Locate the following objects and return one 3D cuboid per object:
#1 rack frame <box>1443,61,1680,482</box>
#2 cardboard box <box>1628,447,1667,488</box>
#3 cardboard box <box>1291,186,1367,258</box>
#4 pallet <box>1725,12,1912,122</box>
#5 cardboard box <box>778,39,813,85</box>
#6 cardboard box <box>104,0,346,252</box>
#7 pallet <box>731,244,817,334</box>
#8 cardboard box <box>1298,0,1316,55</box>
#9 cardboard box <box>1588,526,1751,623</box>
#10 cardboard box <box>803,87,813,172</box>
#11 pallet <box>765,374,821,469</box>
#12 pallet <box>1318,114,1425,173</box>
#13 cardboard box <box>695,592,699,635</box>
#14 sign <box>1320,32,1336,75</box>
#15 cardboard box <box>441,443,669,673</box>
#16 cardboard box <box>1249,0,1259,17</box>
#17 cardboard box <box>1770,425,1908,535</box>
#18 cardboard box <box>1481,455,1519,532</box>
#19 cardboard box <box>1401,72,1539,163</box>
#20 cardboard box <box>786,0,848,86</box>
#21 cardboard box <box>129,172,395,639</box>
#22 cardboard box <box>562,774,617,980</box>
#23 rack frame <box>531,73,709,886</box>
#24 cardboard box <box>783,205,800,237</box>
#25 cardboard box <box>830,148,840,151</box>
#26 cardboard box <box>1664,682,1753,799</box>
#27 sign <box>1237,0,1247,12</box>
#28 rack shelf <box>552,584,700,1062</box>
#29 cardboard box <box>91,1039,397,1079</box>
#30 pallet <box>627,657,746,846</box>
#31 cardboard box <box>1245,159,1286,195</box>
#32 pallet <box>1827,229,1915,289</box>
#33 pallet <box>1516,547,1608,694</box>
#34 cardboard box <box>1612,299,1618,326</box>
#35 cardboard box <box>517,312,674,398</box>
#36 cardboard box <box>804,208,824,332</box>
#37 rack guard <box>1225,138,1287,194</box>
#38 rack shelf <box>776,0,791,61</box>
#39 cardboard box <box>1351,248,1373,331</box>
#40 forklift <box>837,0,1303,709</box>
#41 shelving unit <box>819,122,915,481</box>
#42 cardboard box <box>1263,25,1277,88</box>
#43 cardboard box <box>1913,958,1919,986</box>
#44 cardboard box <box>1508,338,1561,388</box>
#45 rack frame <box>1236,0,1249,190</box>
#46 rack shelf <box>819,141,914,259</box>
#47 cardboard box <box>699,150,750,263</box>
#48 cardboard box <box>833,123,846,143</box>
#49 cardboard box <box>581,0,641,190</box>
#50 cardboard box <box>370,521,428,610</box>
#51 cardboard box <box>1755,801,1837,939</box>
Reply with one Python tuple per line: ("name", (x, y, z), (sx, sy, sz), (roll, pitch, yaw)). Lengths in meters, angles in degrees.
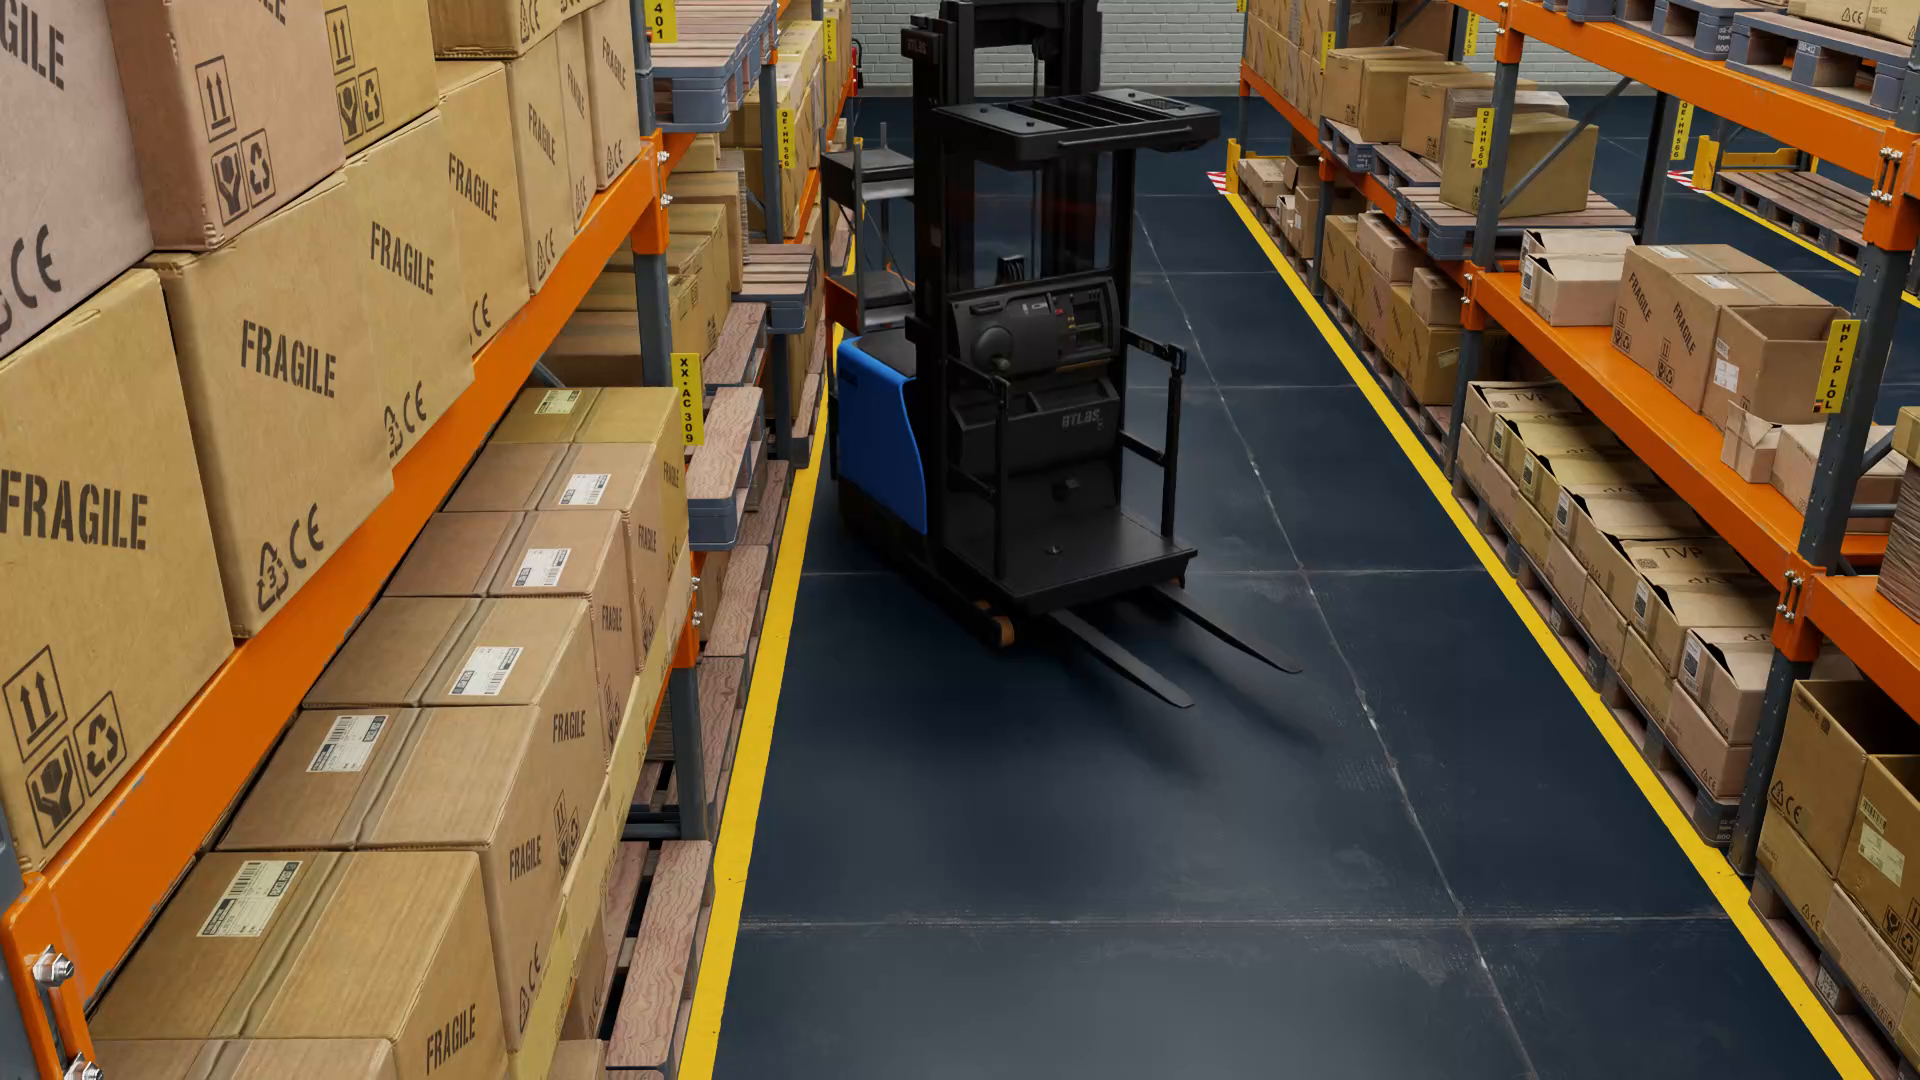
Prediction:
("rack frame", (3.447, -1.744, 9.467), (1.000, 3.000, 0.127), (0, 24, -1))
("cardboard box", (3.714, -0.302, 8.423), (0.500, 0.311, 0.500), (0, 24, -1))
("cardboard box", (3.113, -2.688, 14.052), (0.500, 0.500, 0.500), (0, 24, -1))
("pallet", (3.468, -1.739, 6.047), (0.805, 0.209, 1.217), (-1, 24, -3))
("cardboard box", (-1.288, -3.289, 11.465), (0.500, 0.250, 0.500), (0, 24, 0))
("cardboard box", (-1.136, -0.668, 2.088), (0.500, 0.500, 0.500), (-1, 24, -1))
("pallet", (-1.392, -1.340, 8.806), (1.213, 0.211, 1.003), (0, 24, -1))
("cardboard box", (3.130, -4.312, 13.810), (0.500, 0.500, 0.500), (-1, 24, -2))
("cardboard box", (3.184, 0.124, 7.482), (0.500, 0.311, 0.500), (0, 24, -1))
("cardboard box", (-1.270, -2.747, 11.177), (0.500, 0.500, 0.500), (0, 24, 1))
("pallet", (-1.440, -0.775, 10.708), (1.003, 0.211, 1.213), (0, 24, -1))
("pallet", (3.303, -2.975, 12.422), (1.003, 0.211, 1.213), (0, 24, -1))
("cardboard box", (-1.543, 0.350, 7.335), (0.700, 0.500, 0.500), (-1, 24, -2))
("sign", (2.861, -3.782, 12.921), (0.100, 0.325, 0.005), (0, 24, -1))
("cardboard box", (-1.137, 0.044, 4.760), (0.500, 0.500, 0.500), (0, 24, -1))
("cardboard box", (3.101, -5.358, 16.122), (0.500, 0.500, 0.500), (0, 24, 1))
("cardboard box", (3.441, -0.231, 6.302), (0.500, 0.250, 0.500), (1, 24, 3))
("cardboard box", (3.165, -0.259, 9.009), (0.500, 0.250, 0.500), (-1, 24, -2))
("cardboard box", (3.484, -2.902, 11.395), (0.700, 0.500, 0.500), (-6, 25, -14))
("cardboard box", (-1.559, -4.644, 15.514), (0.980, 0.700, 0.700), (0, 24, -1))
("cardboard box", (-1.143, -0.206, 2.280), (0.500, 0.500, 0.500), (1, 24, 3))
("cardboard box", (-1.130, 0.800, 3.998), (0.500, 0.250, 0.500), (0, 24, 0))
("rack frame", (-1.463, -0.072, 5.770), (1.000, 3.000, 0.127), (0, 24, -1))
("cardboard box", (-1.191, -1.966, 10.237), (0.380, 0.149, 0.250), (0, 24, 1))
("cardboard box", (-1.475, -3.368, 15.581), (0.700, 0.500, 0.500), (-1, 24, -2))
("cardboard box", (3.196, 0.796, 6.678), (0.500, 0.250, 0.500), (0, 24, -1))
("sign", (2.817, -5.433, 16.572), (0.100, 0.325, 0.005), (0, 24, -1))
("rack shelf", (-1.441, 1.080, 4.096), (1.077, 0.370, 4.000), (0, 24, -1))
("cardboard box", (-1.124, 1.095, 2.436), (0.500, 0.500, 0.500), (0, 24, 0))
("pallet", (-1.473, 0.877, 7.054), (1.003, 0.211, 1.213), (0, 24, -1))
("cardboard box", (3.087, -3.557, 16.278), (0.500, 0.250, 0.500), (0, 24, -1))
("pallet", (8.309, -2.446, 14.401), (1.003, 0.211, 1.213), (0, 24, -1))
("pallet", (3.427, 0.367, 8.183), (1.003, 0.211, 1.213), (0, 24, -1))
("cardboard box", (3.517, -1.105, 8.358), (0.380, 0.149, 0.250), (2, 24, 3))
("cardboard box", (-1.434, -0.528, 6.123), (0.700, 0.500, 0.500), (0, 24, 0))
("cardboard box", (-1.400, -1.947, 12.015), (0.750, 0.750, 0.750), (0, 24, 1))
("rack guard", (3.360, -3.871, 17.202), (1.175, 0.500, 0.348), (0, 24, -1))
("rack shelf", (-1.528, -3.584, 10.767), (1.077, 0.370, 4.000), (0, 24, -1))
("cardboard box", (3.180, -1.828, 12.151), (0.500, 0.500, 0.500), (0, 24, 0))
("forklift", (0.486, -1.021, 7.952), (1.130, 2.935, 3.031), (-13, 28, -27))
("shelving unit", (-0.488, -1.261, 9.490), (0.431, 2.100, 0.503), (-12, 27, -24))
("cardboard box", (3.114, -4.483, 15.401), (0.500, 0.500, 0.500), (0, 24, -1))
("cardboard box", (3.193, 1.228, 4.812), (0.500, 0.500, 0.500), (0, 24, -1))
("cardboard box", (3.728, -0.995, 10.309), (0.500, 0.500, 0.500), (1, 24, 2))
("rack frame", (3.359, -5.041, 16.756), (1.000, 3.000, 0.127), (0, 24, -1))
("rack shelf", (-0.488, -1.887, 9.208), (0.431, 0.518, 0.480), (-12, 27, -24))
("cardboard box", (-1.491, -1.773, 8.875), (0.700, 0.500, 0.500), (-3, 25, -7))
("cardboard box", (-1.299, -3.920, 16.013), (0.380, 0.149, 0.250), (0, 24, 1))
("cardboard box", (-1.210, -1.286, 4.667), (0.500, 0.500, 0.500), (0, 24, 1))
("cardboard box", (-1.665, 0.258, 4.287), (0.500, 0.500, 0.500), (0, 24, 1))
("cardboard box", (3.192, 1.158, 5.877), (0.500, 0.250, 0.500), (0, 24, -1))
